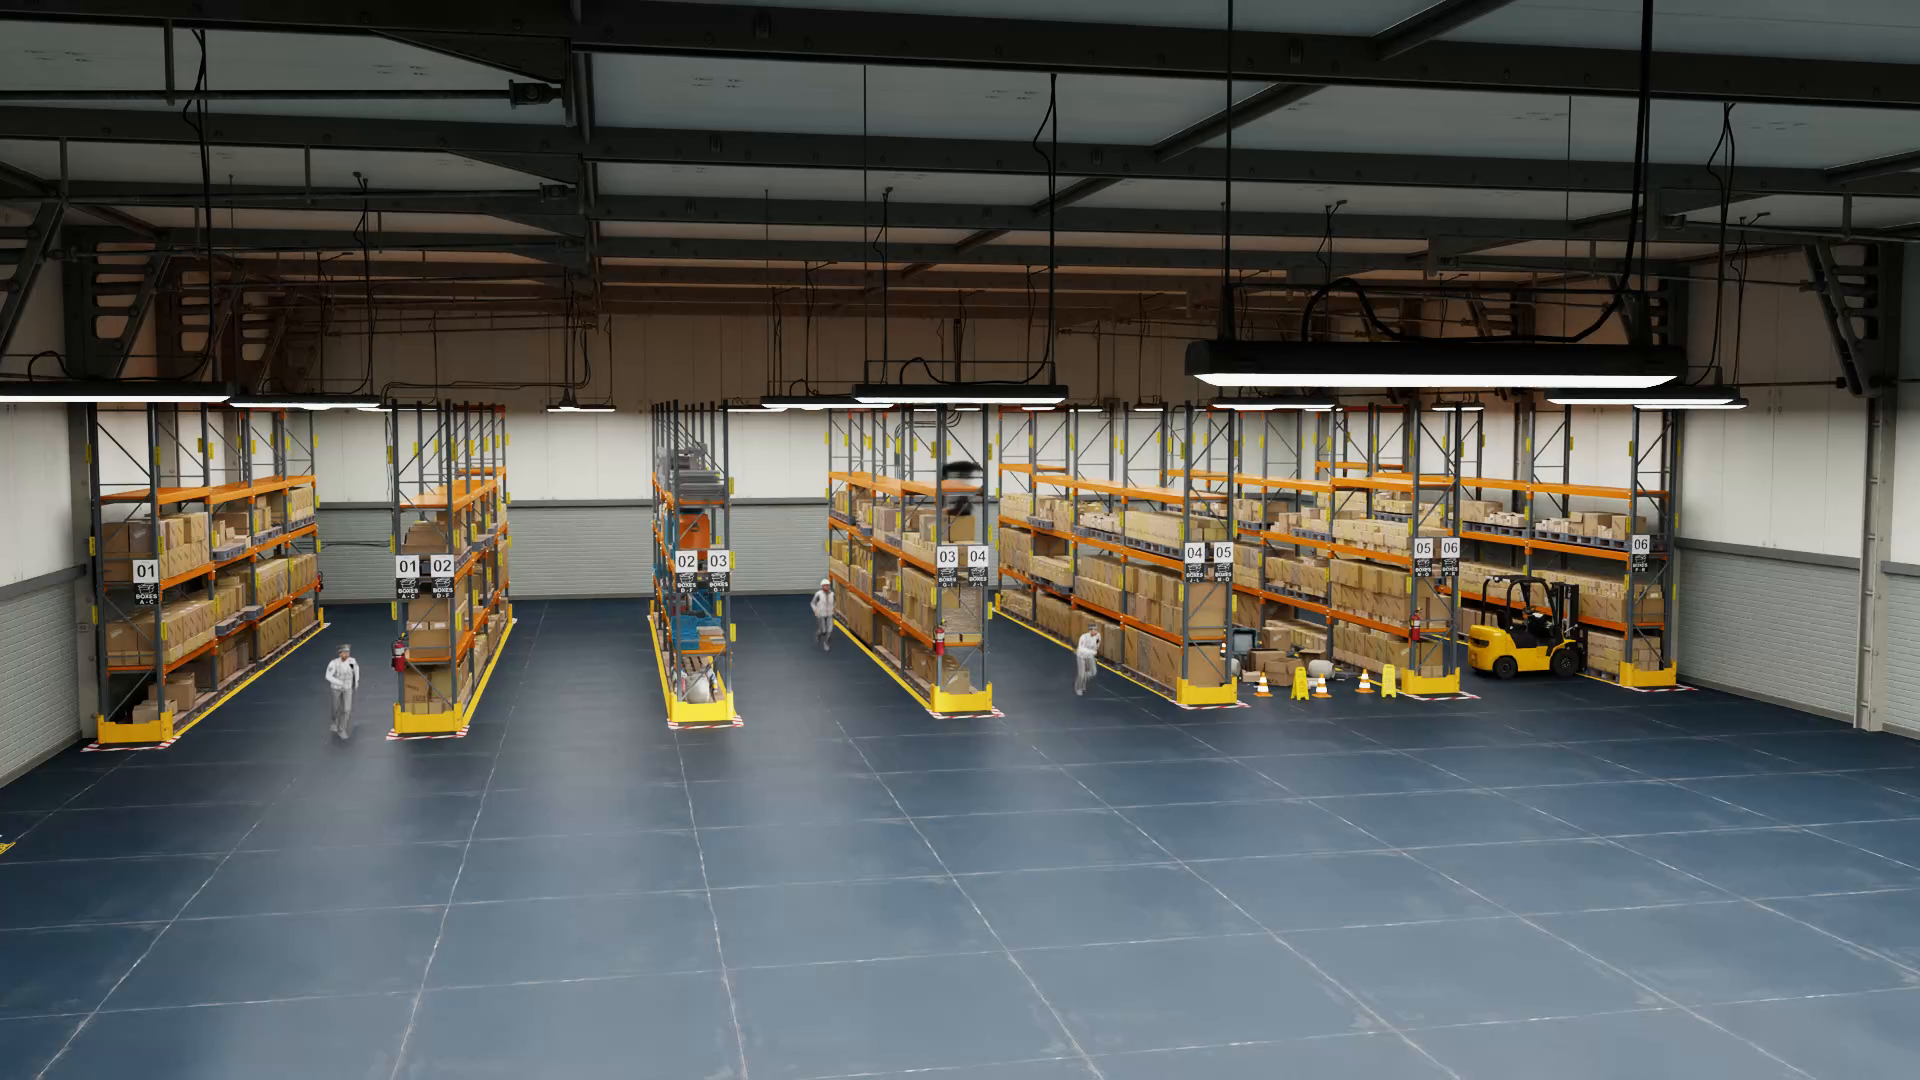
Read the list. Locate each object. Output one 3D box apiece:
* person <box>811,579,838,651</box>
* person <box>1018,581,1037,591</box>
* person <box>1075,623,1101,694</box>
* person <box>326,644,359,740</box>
[{"bbox_3d":[-3.307,1.817,40.617,0.673,1.731,0.622,-2,5,-23],"label":"person"},{"bbox_3d":[2.037,1.097,49.816,0.959,1.719,0.690,-1,4,-12],"label":"person"},{"bbox_3d":[2.642,2.415,33.858,0.650,1.518,0.826,-3,5,-31],"label":"person"},{"bbox_3d":[-11.014,2.672,29.645,0.582,1.686,0.845,-2,5,-28],"label":"person"}]
